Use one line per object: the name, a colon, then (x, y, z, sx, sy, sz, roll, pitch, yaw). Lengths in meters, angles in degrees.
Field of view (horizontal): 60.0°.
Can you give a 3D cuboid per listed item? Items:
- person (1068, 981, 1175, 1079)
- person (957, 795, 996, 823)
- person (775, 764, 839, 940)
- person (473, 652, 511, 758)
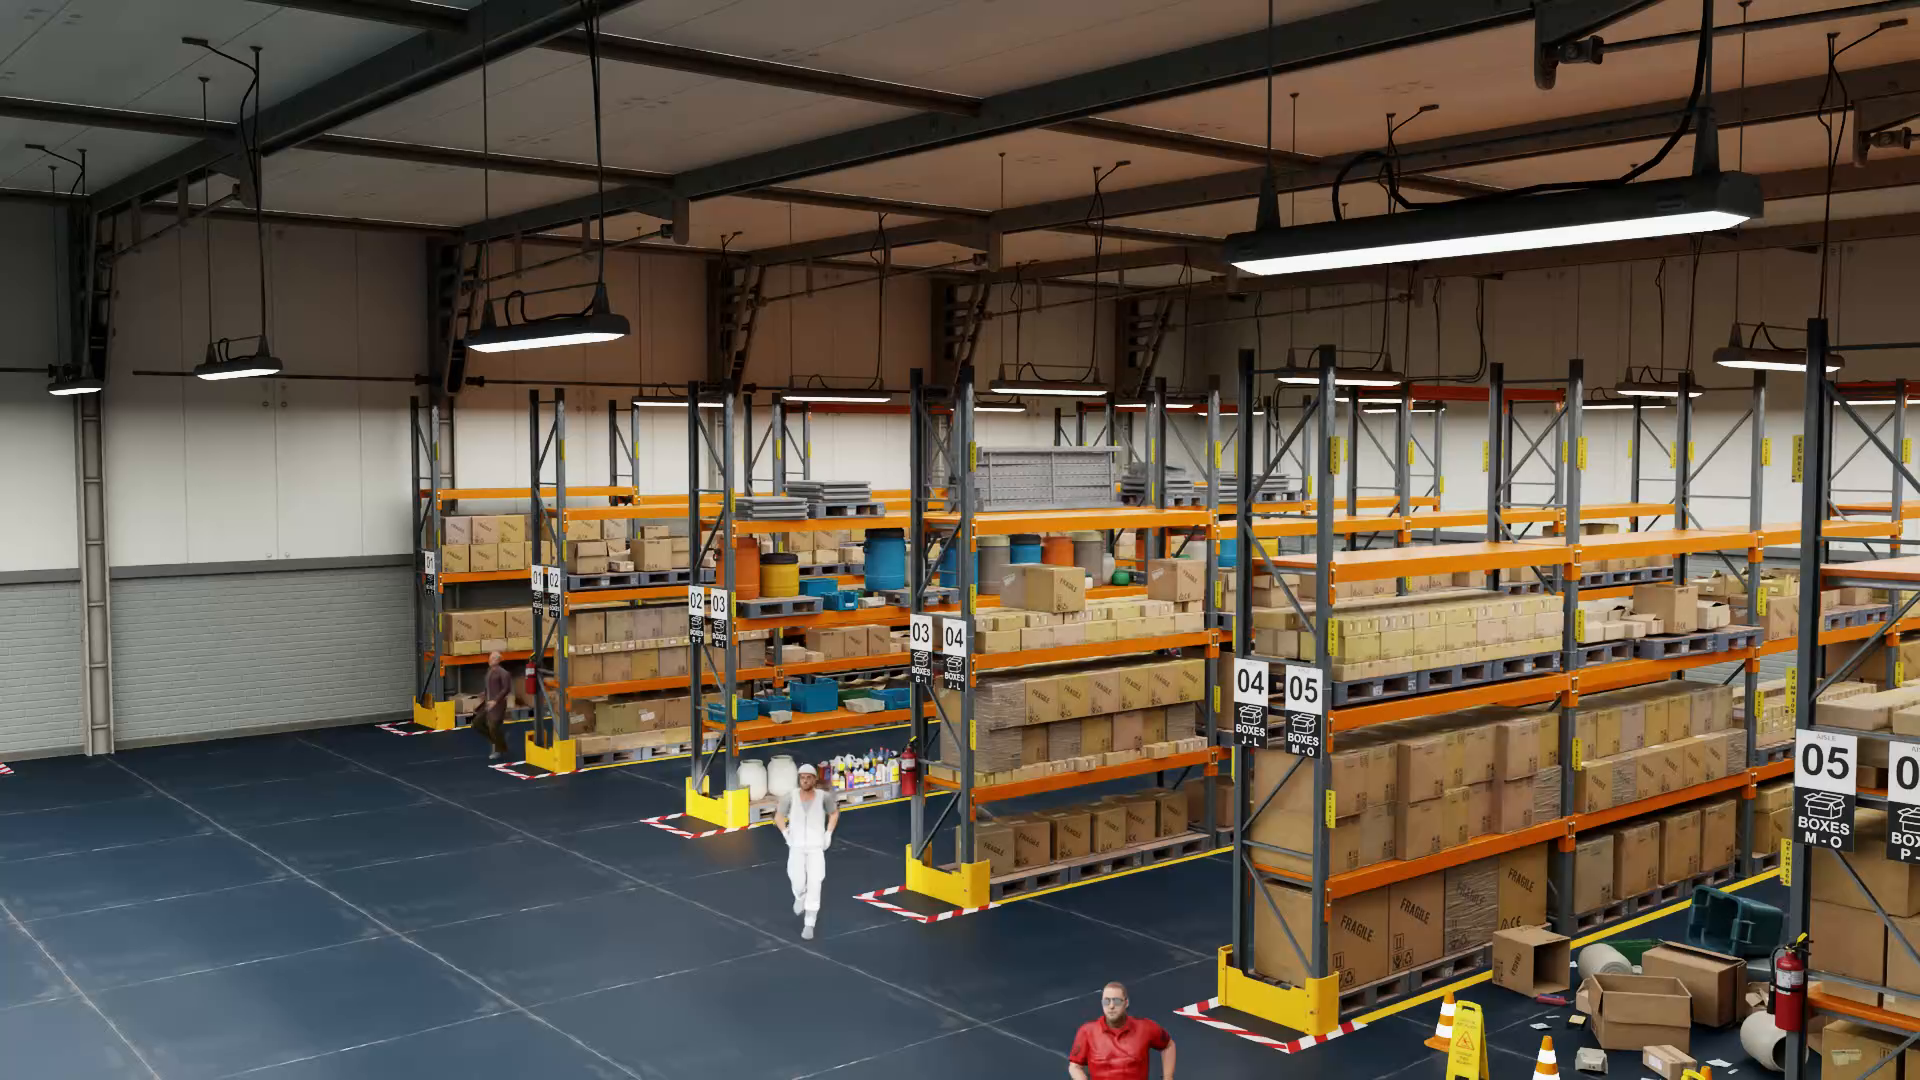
person: (1.022, 3.706, 10.619, 0.671, 1.754, 0.720, 1, 3, 11)
person: (0.156, 3.033, 21.368, 0.594, 1.750, 0.669, -3, 4, -42)
person: (-1.616, 3.246, 17.608, 0.679, 1.791, 0.804, -1, 3, -11)
person: (-7.642, 2.696, 27.168, 0.570, 1.743, 0.737, -3, 5, -45)
